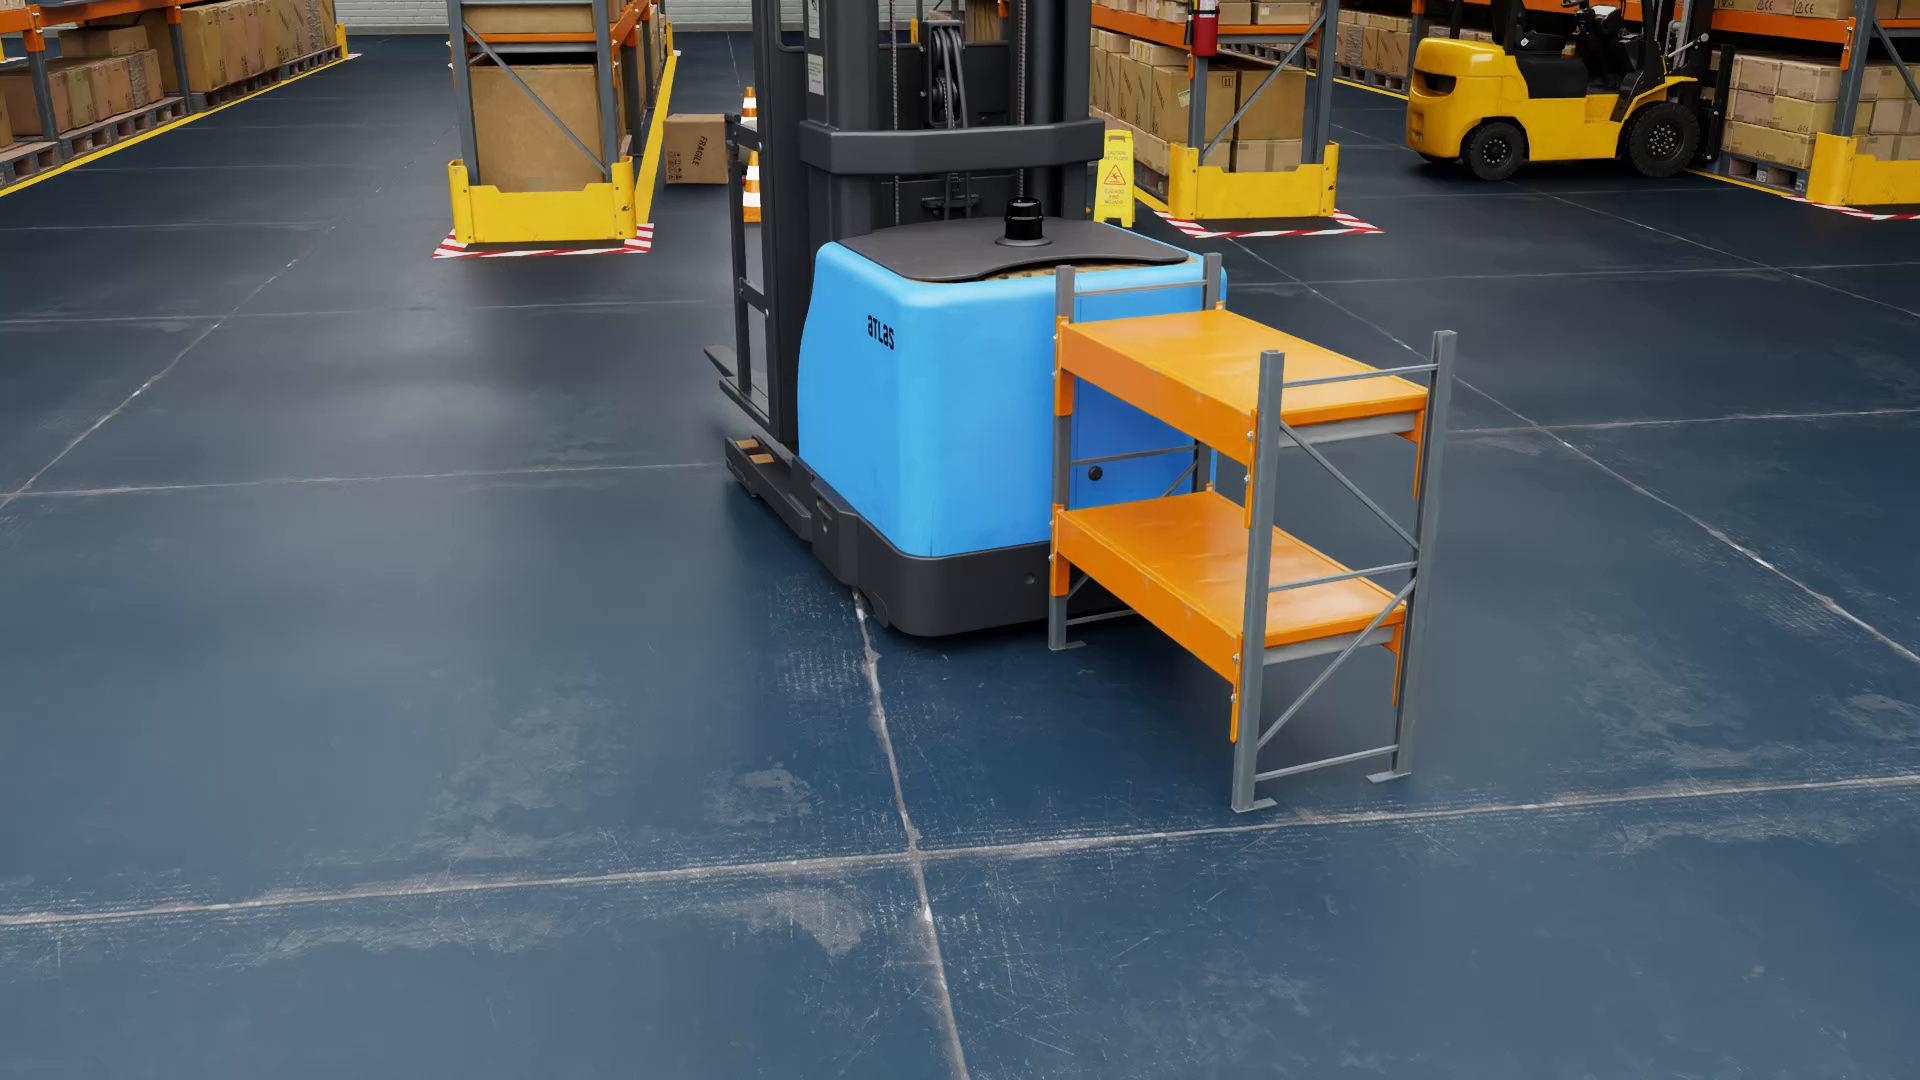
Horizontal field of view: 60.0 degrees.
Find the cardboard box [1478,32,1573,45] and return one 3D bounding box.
[{"bbox_3d":[6.146,-5.167,18.057,0.875,0.625,0.625,-4,21,-10],"label":"cardboard box"}]

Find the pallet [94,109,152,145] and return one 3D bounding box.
[{"bbox_3d":[-8.564,-4.008,16.147,1.003,0.211,1.213,-3,21,-8],"label":"pallet"}]

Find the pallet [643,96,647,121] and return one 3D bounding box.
[{"bbox_3d":[-3.886,-4.639,17.835,1.003,0.211,1.213,-3,21,-8],"label":"pallet"}]

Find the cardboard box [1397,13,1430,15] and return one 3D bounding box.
[{"bbox_3d":[5.864,-6.729,21.491,0.380,0.149,0.250,-3,21,-7],"label":"cardboard box"}]

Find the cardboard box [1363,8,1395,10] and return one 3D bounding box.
[{"bbox_3d":[5.719,-7.185,22.713,0.380,0.149,0.250,-3,21,-7],"label":"cardboard box"}]

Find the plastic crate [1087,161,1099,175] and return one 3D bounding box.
[{"bbox_3d":[0.951,-3.169,14.087,0.402,0.080,0.583,-11,23,-26],"label":"plastic crate"}]

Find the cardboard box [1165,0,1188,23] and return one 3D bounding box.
[{"bbox_3d":[1.700,-3.820,12.016,0.380,0.149,0.250,-3,21,-8],"label":"cardboard box"}]

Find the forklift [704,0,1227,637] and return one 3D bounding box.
[{"bbox_3d":[-0.240,-1.576,5.746,1.130,2.935,3.031,-8,22,-21],"label":"forklift"}]

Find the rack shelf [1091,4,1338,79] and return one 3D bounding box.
[{"bbox_3d":[1.824,-4.092,13.414,1.077,0.370,4.000,-3,21,-8],"label":"rack shelf"}]

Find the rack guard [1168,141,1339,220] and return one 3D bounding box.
[{"bbox_3d":[2.101,-2.592,11.942,1.175,0.500,0.348,-3,21,-8],"label":"rack guard"}]

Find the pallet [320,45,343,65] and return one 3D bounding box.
[{"bbox_3d":[-9.808,-7.197,24.685,1.003,0.211,1.213,-3,21,-8],"label":"pallet"}]

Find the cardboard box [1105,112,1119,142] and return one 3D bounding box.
[{"bbox_3d":[1.521,-3.445,13.981,0.500,0.250,0.500,-3,21,-8],"label":"cardboard box"}]

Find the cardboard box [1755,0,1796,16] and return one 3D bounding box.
[{"bbox_3d":[6.627,-4.372,12.993,0.500,0.500,0.500,-2,21,-6],"label":"cardboard box"}]

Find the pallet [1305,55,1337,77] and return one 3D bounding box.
[{"bbox_3d":[5.448,-6.557,22.971,1.003,0.211,1.213,-3,21,-8],"label":"pallet"}]

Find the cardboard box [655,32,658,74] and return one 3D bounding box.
[{"bbox_3d":[-4.002,-6.034,20.556,0.500,0.500,0.500,-3,21,-9],"label":"cardboard box"}]

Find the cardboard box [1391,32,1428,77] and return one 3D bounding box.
[{"bbox_3d":[5.597,-5.920,20.251,0.500,0.500,0.500,-2,21,-6],"label":"cardboard box"}]

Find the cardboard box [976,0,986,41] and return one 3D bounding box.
[{"bbox_3d":[0.689,-6.570,21.456,0.875,0.875,0.875,-2,21,-6],"label":"cardboard box"}]

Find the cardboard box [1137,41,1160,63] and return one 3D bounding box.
[{"bbox_3d":[1.586,-3.776,12.869,0.380,0.149,0.250,-3,21,-7],"label":"cardboard box"}]

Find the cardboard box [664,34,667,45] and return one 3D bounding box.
[{"bbox_3d":[-4.658,-7.597,25.245,0.380,0.149,0.250,-2,21,-6],"label":"cardboard box"}]

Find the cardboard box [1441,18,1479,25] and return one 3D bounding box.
[{"bbox_3d":[6.104,-6.284,20.300,0.380,0.149,0.250,-2,21,-5],"label":"cardboard box"}]

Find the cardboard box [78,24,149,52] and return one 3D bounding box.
[{"bbox_3d":[-8.721,-5.163,17.124,0.500,0.250,0.500,-2,21,-6],"label":"cardboard box"}]

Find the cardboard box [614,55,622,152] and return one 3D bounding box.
[{"bbox_3d":[-3.193,-3.505,13.251,0.875,0.875,0.875,-3,21,-7],"label":"cardboard box"}]

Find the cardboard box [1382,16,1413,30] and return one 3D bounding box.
[{"bbox_3d":[5.484,-6.432,20.697,0.380,0.149,0.250,-4,21,-10],"label":"cardboard box"}]

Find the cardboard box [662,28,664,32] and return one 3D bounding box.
[{"bbox_3d":[-4.555,-7.466,24.467,0.380,0.149,0.250,-3,21,-7],"label":"cardboard box"}]

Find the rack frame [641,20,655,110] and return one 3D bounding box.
[{"bbox_3d":[-3.925,-6.222,18.088,1.000,3.000,0.127,-3,21,-8],"label":"rack frame"}]

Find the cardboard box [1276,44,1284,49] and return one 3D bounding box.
[{"bbox_3d":[4.871,-7.361,24.444,0.396,0.266,0.258,-2,21,-6],"label":"cardboard box"}]

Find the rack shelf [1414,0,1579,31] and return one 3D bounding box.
[{"bbox_3d":[6.159,-5.729,17.796,1.077,0.370,4.000,-3,21,-8],"label":"rack shelf"}]

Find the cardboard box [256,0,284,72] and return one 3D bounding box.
[{"bbox_3d":[-9.312,-6.373,20.927,1.225,0.875,0.875,-3,21,-8],"label":"cardboard box"}]

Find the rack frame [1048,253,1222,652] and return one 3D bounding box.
[{"bbox_3d":[0.494,-0.239,4.749,0.500,1.125,0.032,-8,22,-21],"label":"rack frame"}]

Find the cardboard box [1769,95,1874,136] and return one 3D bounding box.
[{"bbox_3d":[6.644,-3.284,12.837,0.500,0.250,0.500,-3,21,-8],"label":"cardboard box"}]

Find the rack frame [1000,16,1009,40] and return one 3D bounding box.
[{"bbox_3d":[0.959,-6.507,18.850,1.000,3.000,0.127,-3,21,-8],"label":"rack frame"}]

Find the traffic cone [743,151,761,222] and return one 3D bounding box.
[{"bbox_3d":[-1.443,-2.519,11.800,0.336,0.463,0.334,-3,21,-8],"label":"traffic cone"}]

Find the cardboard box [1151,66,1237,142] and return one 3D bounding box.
[{"bbox_3d":[1.739,-3.261,12.418,0.500,0.500,0.500,-3,21,-7],"label":"cardboard box"}]

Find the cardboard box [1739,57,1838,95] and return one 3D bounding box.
[{"bbox_3d":[6.569,-3.686,13.198,0.500,0.250,0.500,-3,21,-7],"label":"cardboard box"}]

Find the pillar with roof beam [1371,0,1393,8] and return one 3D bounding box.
[{"bbox_3d":[1.825,-11.023,22.368,9.100,9.000,0.400,-3,21,-8],"label":"pillar with roof beam"}]

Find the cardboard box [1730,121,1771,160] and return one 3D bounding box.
[{"bbox_3d":[6.581,-3.216,13.370,0.500,0.250,0.500,-3,21,-8],"label":"cardboard box"}]

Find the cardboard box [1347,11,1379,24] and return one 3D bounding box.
[{"bbox_3d":[5.332,-6.886,21.912,0.380,0.149,0.250,-2,21,-6],"label":"cardboard box"}]

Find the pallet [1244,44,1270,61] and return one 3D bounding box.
[{"bbox_3d":[5.017,-7.498,25.490,1.003,0.211,1.213,-3,21,-8],"label":"pallet"}]

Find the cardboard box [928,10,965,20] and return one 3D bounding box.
[{"bbox_3d":[0.000,-8.049,26.043,0.875,0.438,0.875,-4,21,-10],"label":"cardboard box"}]

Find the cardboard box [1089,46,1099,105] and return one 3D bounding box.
[{"bbox_3d":[1.354,-4.164,14.835,0.500,0.500,0.500,-2,21,-5],"label":"cardboard box"}]

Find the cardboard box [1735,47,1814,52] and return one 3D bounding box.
[{"bbox_3d":[6.937,-4.066,14.215,0.500,0.250,0.500,-3,21,-9],"label":"cardboard box"}]

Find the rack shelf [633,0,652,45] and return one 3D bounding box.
[{"bbox_3d":[-3.636,-5.192,16.360,1.077,0.370,4.000,-3,21,-8],"label":"rack shelf"}]

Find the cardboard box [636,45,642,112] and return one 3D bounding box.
[{"bbox_3d":[-3.662,-4.524,16.158,1.050,0.750,0.750,-3,21,-8],"label":"cardboard box"}]

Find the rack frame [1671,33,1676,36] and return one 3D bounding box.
[{"bbox_3d":[6.447,-5.373,15.816,1.000,3.000,0.127,-3,21,-8],"label":"rack frame"}]

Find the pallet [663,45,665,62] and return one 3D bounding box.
[{"bbox_3d":[-4.985,-7.376,25.163,1.003,0.211,1.213,-3,21,-8],"label":"pallet"}]

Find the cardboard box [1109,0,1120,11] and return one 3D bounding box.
[{"bbox_3d":[1.439,-4.435,13.663,0.380,0.149,0.250,-3,21,-7],"label":"cardboard box"}]

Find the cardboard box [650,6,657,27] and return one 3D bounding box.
[{"bbox_3d":[-4.083,-6.560,20.894,0.500,0.250,0.500,-2,21,-5],"label":"cardboard box"}]

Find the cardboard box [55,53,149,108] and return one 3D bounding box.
[{"bbox_3d":[-8.638,-4.620,16.741,0.700,0.500,0.500,-5,21,-12],"label":"cardboard box"}]

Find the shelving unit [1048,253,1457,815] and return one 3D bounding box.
[{"bbox_3d":[0.690,-0.075,4.310,0.538,1.125,1.048,-8,22,-21],"label":"shelving unit"}]

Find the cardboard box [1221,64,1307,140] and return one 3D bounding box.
[{"bbox_3d":[2.266,-3.298,12.517,0.500,0.500,0.500,-4,21,-10],"label":"cardboard box"}]
